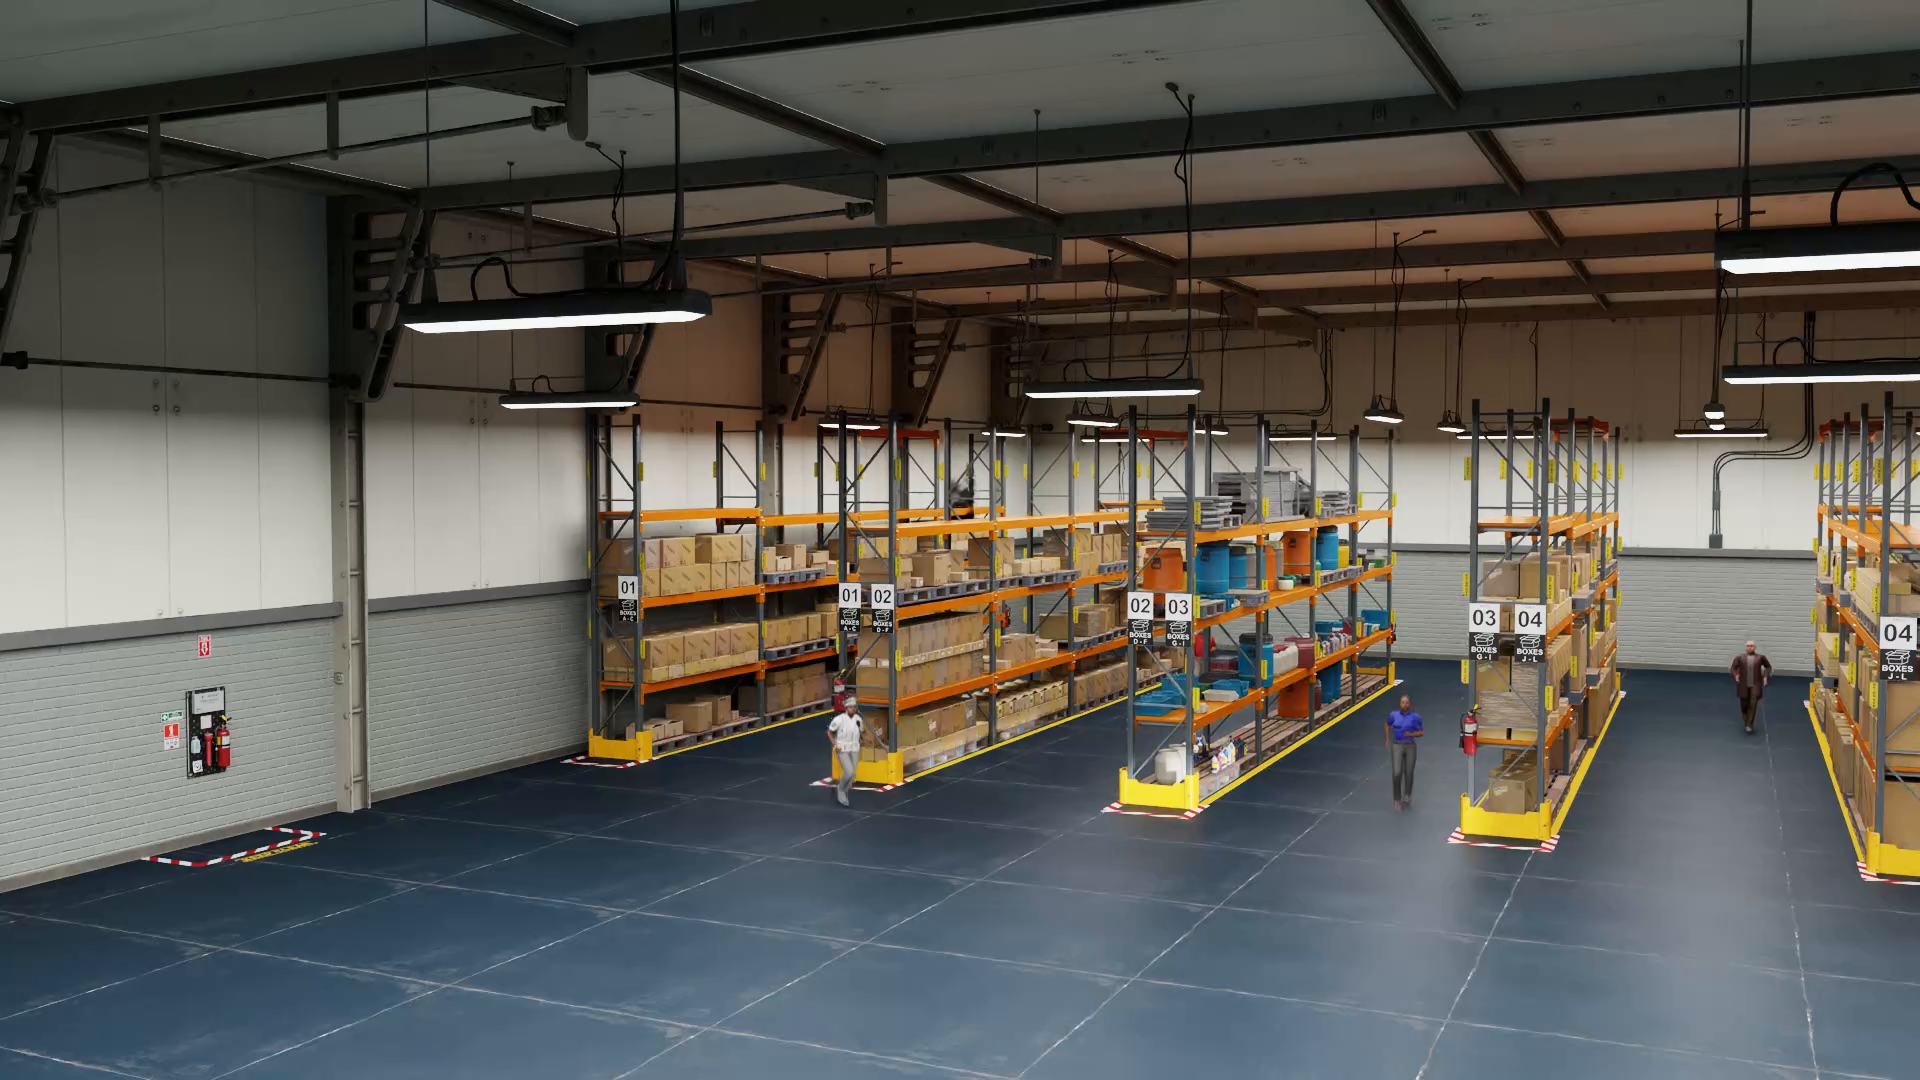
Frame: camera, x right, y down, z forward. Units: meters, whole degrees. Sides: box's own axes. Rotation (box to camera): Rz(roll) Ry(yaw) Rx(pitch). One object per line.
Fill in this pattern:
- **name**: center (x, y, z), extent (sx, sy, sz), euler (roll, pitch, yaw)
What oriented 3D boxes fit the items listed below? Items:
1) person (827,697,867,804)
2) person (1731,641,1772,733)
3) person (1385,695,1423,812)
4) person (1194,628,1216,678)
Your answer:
- **person**: center (-1.667, 3.160, 24.915), extent (0.555, 1.638, 0.661), euler (-1, 3, -32)
- **person**: center (15.281, 2.818, 32.131), extent (0.725, 1.742, 0.920), euler (1, 3, 27)
- **person**: center (6.600, 3.156, 24.721), extent (0.548, 1.720, 0.763), euler (1, 2, 14)
- **person**: center (5.203, 2.680, 35.846), extent (0.640, 1.800, 0.741), euler (1, 2, 16)
